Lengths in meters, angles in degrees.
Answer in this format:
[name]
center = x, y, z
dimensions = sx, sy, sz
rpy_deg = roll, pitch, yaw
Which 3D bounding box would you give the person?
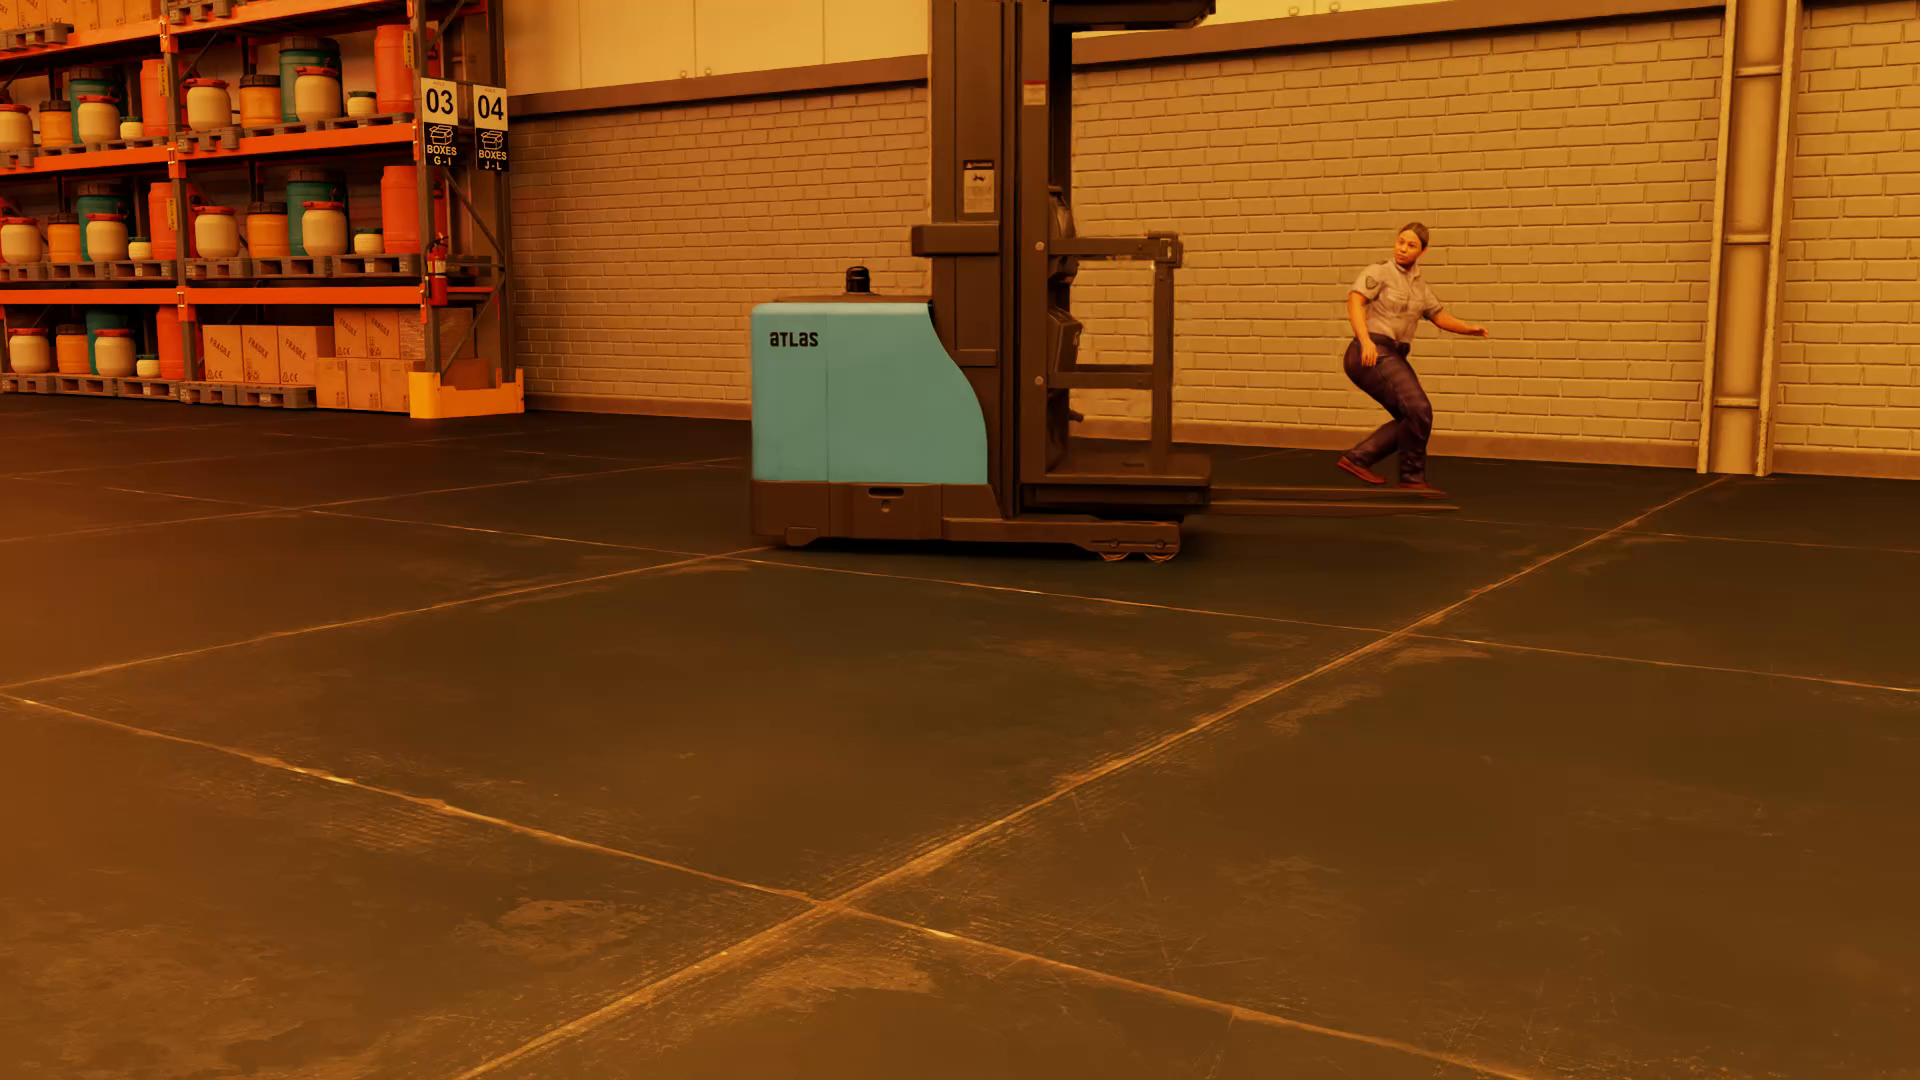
[person]
center = 2.470, -0.991, 9.211
dimensions = 0.795, 1.524, 0.817
rpy_deg = 6, 10, 34

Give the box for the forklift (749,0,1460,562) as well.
[forklift]
center = 0.640, -1.439, 7.314
dimensions = 3.031, 2.935, 1.130
rpy_deg = 1, 8, 9
